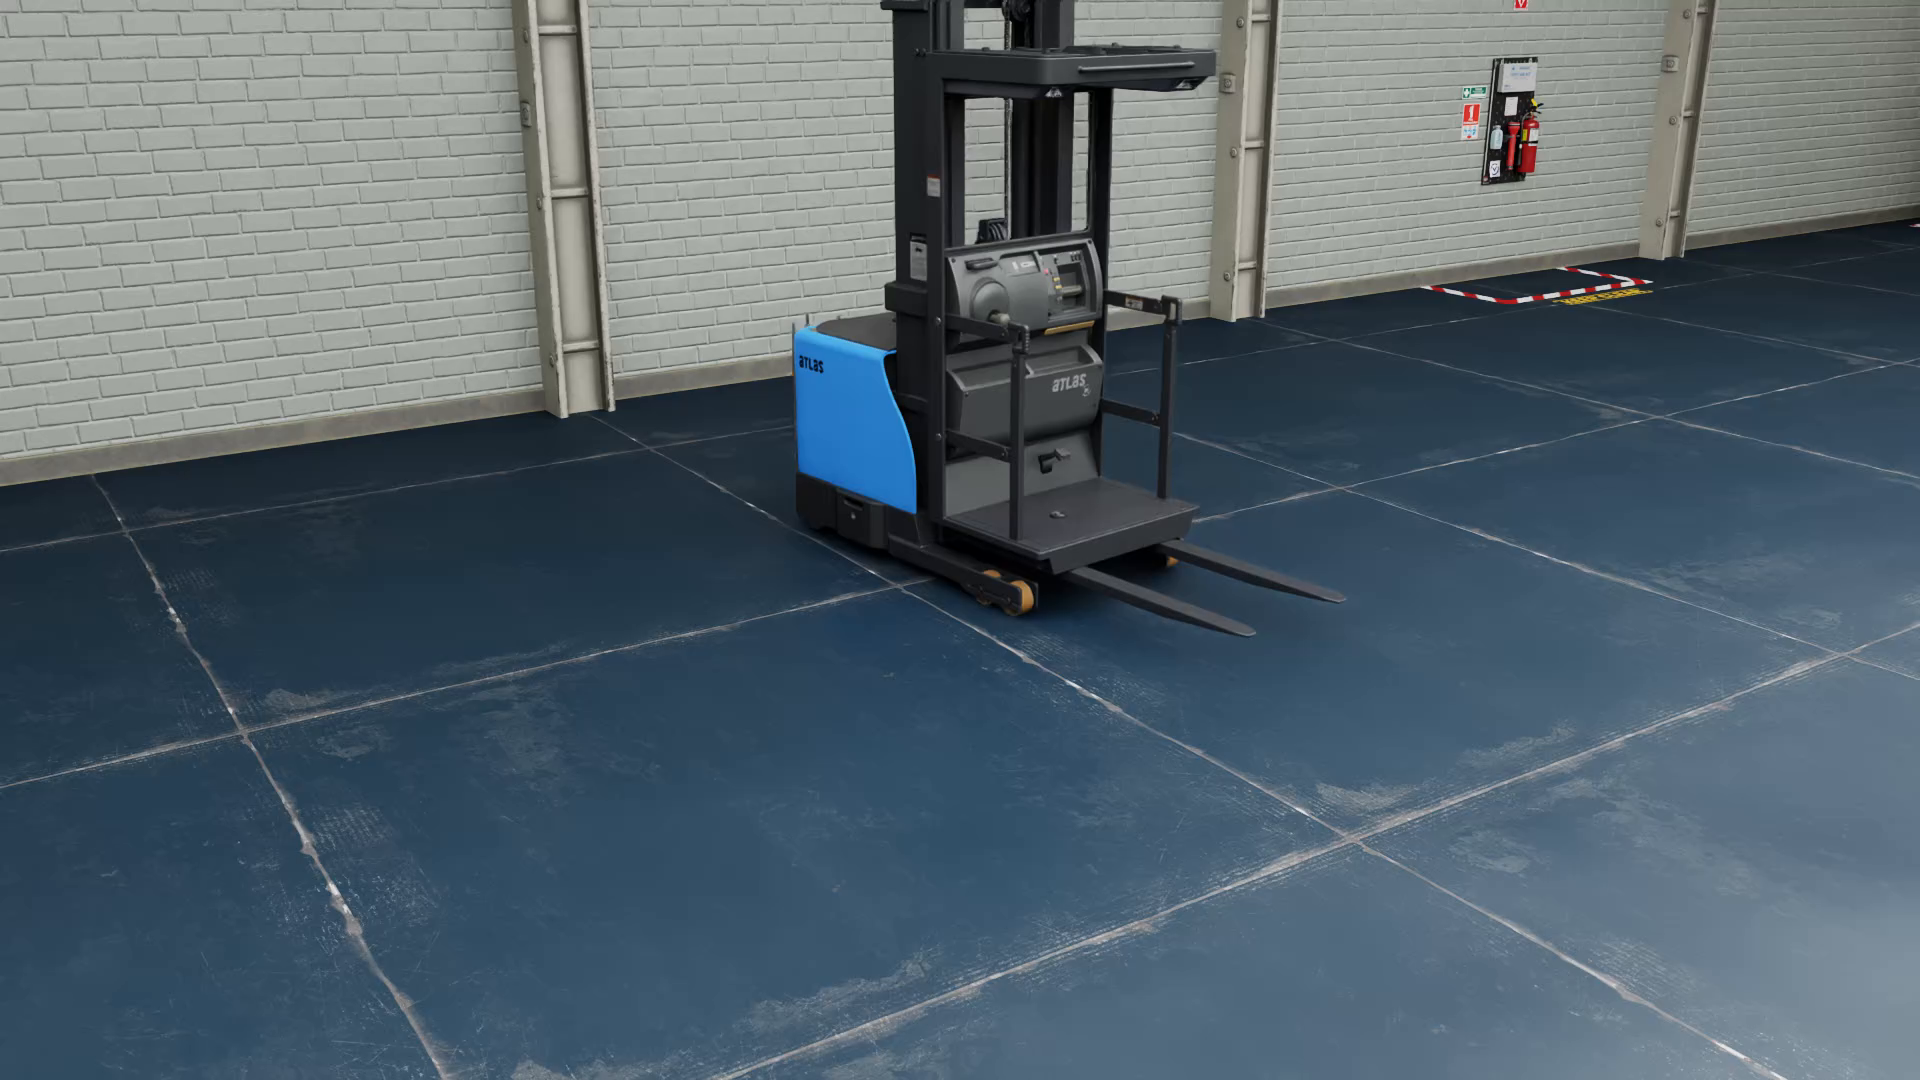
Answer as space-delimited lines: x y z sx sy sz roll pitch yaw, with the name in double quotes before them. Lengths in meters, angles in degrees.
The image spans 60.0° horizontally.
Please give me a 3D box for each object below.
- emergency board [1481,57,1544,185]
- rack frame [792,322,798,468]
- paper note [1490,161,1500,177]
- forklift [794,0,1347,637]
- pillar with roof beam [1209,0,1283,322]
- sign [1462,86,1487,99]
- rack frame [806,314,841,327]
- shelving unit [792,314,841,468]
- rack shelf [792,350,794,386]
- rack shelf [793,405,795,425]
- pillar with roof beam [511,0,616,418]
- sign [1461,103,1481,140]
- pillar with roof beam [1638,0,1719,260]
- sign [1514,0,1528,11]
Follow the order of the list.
"emergency board" 5.337 -4.002 15.899 0.643 1.169 0.194 -12 22 -31
"rack frame" -0.804 -0.661 9.059 0.200 1.050 0.008 4 19 12
"paper note" 5.151 -3.572 16.002 0.142 0.148 0.016 -12 22 -31
"forklift" 0.459 -1.217 7.768 1.130 2.935 3.031 -15 24 -38
"pillar with roof beam" 4.778 -5.061 9.663 0.400 9.000 9.100 -12 22 -31
"sign" 4.827 -4.199 15.597 0.331 0.109 0.001 -12 22 -31
"rack frame" -0.750 -0.737 9.285 0.200 1.050 0.008 4 19 12
"shelving unit" -0.777 -0.699 9.172 0.215 1.050 0.252 4 19 12
"rack shelf" -0.777 -0.958 9.085 0.215 0.259 0.240 4 19 12
"rack shelf" -0.777 -0.689 9.175 0.215 0.259 0.240 4 19 12
"pillar with roof beam" -0.233 -4.004 6.537 0.400 9.000 9.100 -12 22 -31
"sign" 4.818 -3.949 15.687 0.234 0.329 0.001 -12 22 -31
"pillar with roof beam" 9.789 -6.118 12.789 0.400 9.000 9.100 -12 22 -31
"sign" 5.275 -5.125 15.602 0.199 0.298 0.001 -12 22 -31
